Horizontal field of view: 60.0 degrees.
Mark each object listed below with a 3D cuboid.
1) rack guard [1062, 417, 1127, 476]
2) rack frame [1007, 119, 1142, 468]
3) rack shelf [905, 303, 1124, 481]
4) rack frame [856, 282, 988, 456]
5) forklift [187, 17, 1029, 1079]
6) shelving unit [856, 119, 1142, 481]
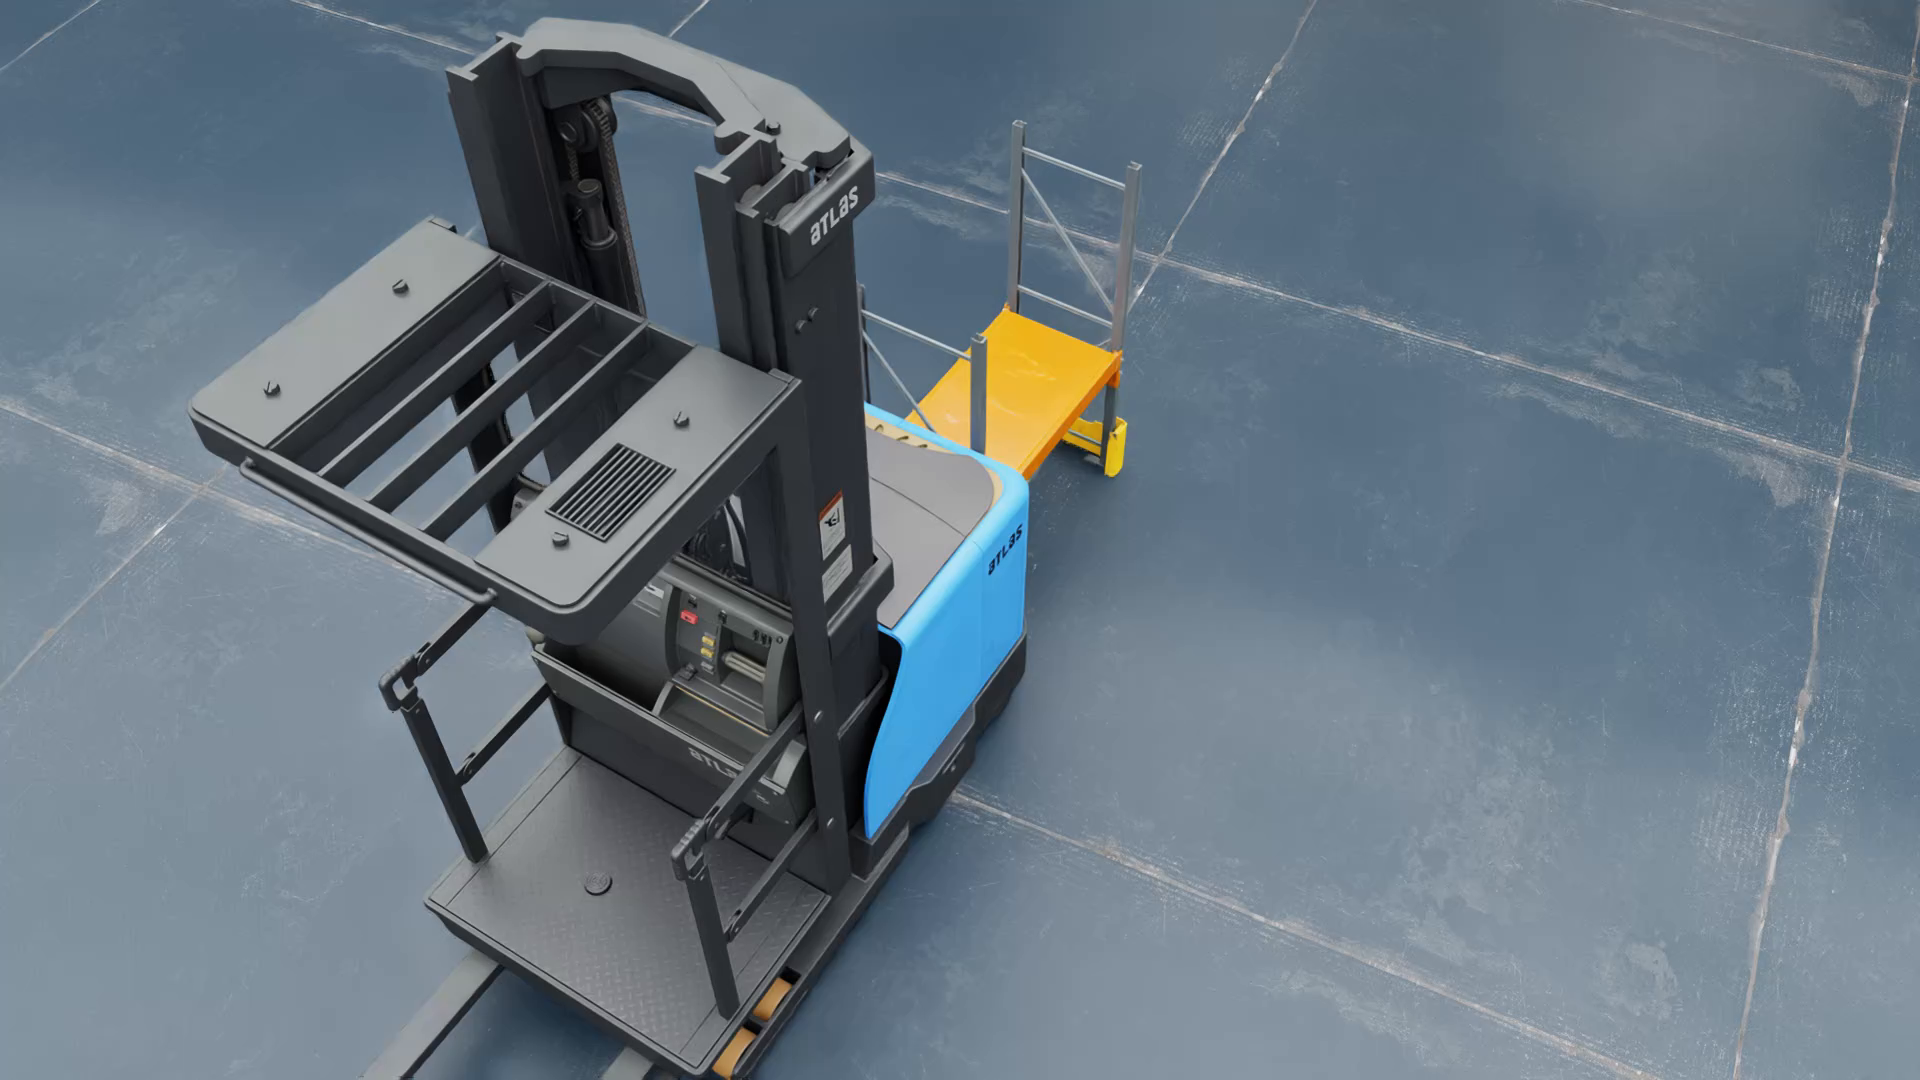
[{"bbox_3d":[0.402,-0.480,6.809,0.587,0.250,0.087,25,54,20],"label":"rack guard"},{"bbox_3d":[0.403,-0.886,6.334,0.500,1.500,0.032,25,54,20],"label":"rack frame"},{"bbox_3d":[0.134,-0.440,6.191,0.538,0.185,1.000,25,54,20],"label":"rack shelf"},{"bbox_3d":[-0.135,-0.228,5.775,0.500,1.500,0.032,25,54,20],"label":"rack frame"},{"bbox_3d":[-0.962,0.303,4.383,1.130,2.935,3.031,25,54,20],"label":"forklift"},{"bbox_3d":[0.139,-0.563,6.059,0.587,1.500,1.083,25,54,20],"label":"shelving unit"}]
